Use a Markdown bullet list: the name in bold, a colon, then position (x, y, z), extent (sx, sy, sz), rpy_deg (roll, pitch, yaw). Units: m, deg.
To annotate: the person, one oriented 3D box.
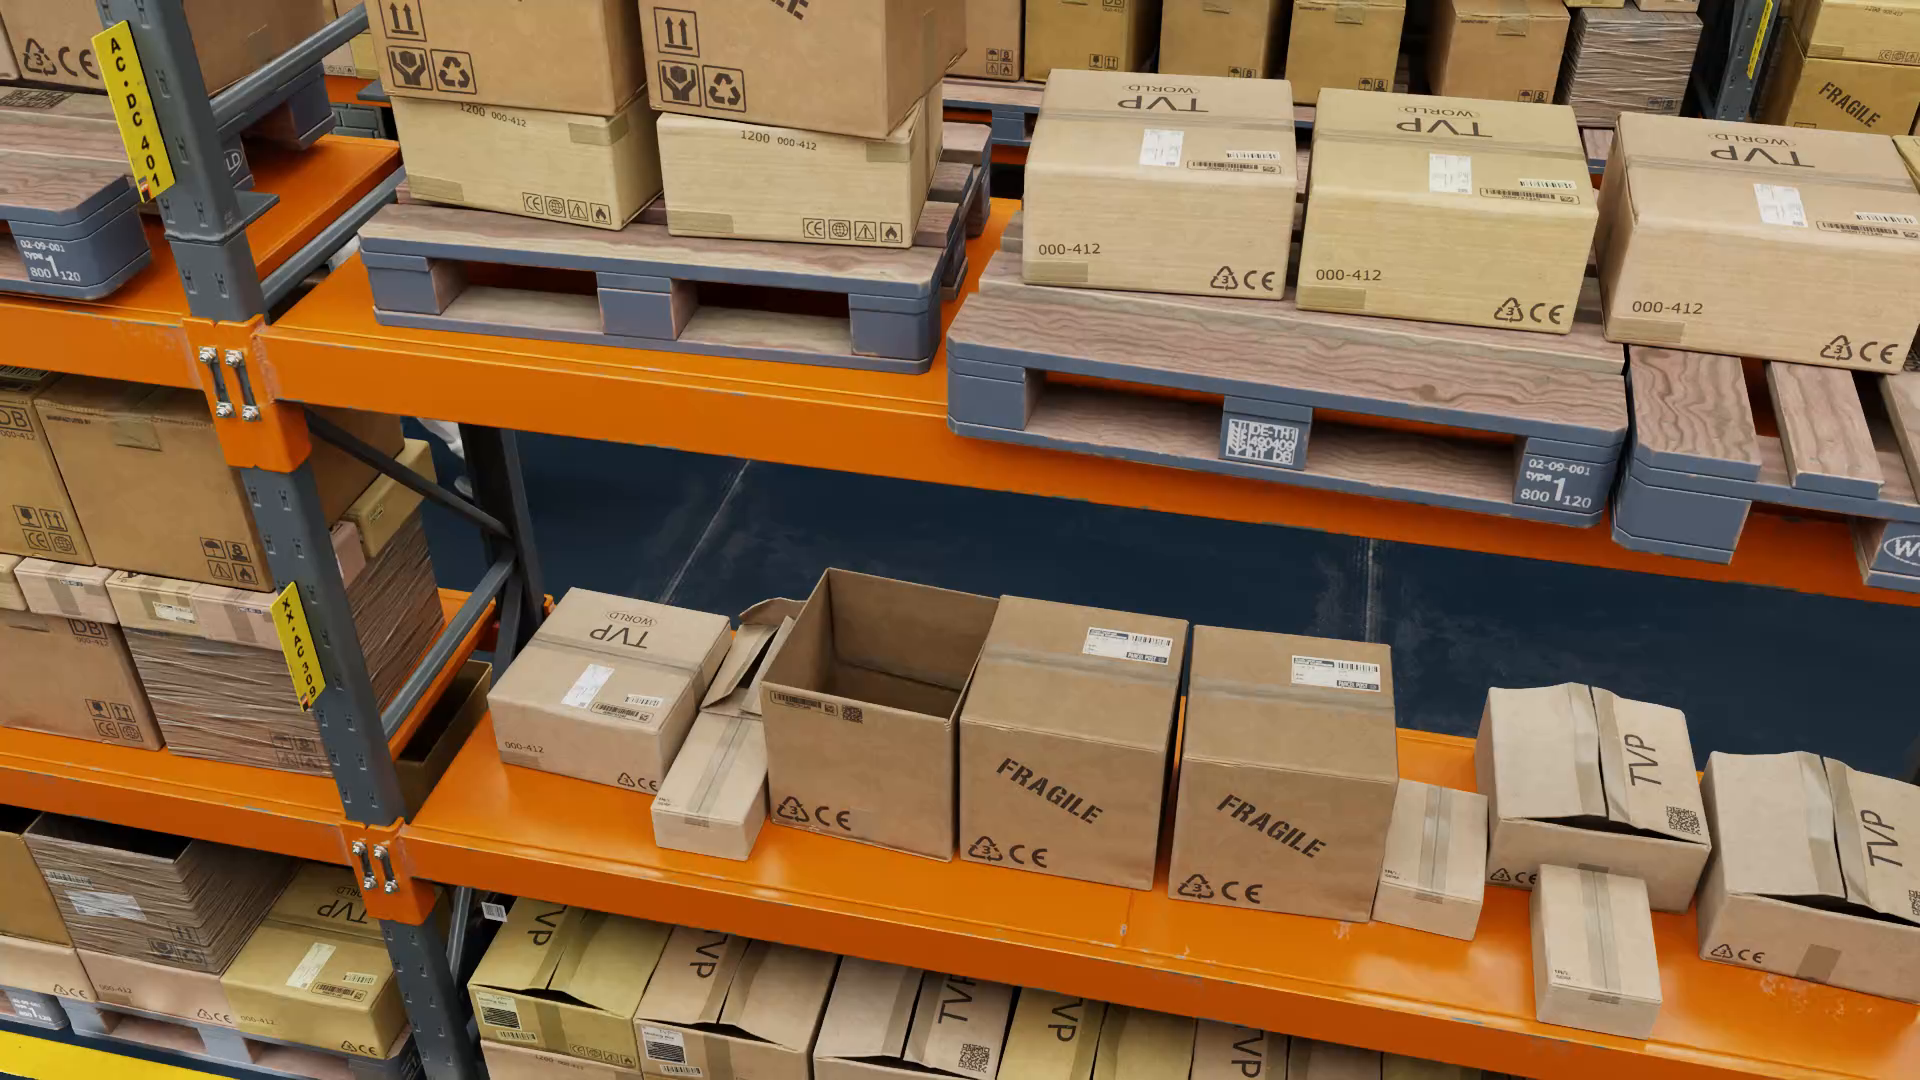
- **person**: position (-2.603, -0.949, 7.423), extent (1.057, 1.740, 0.583), rpy_deg (5, 37, 7)
